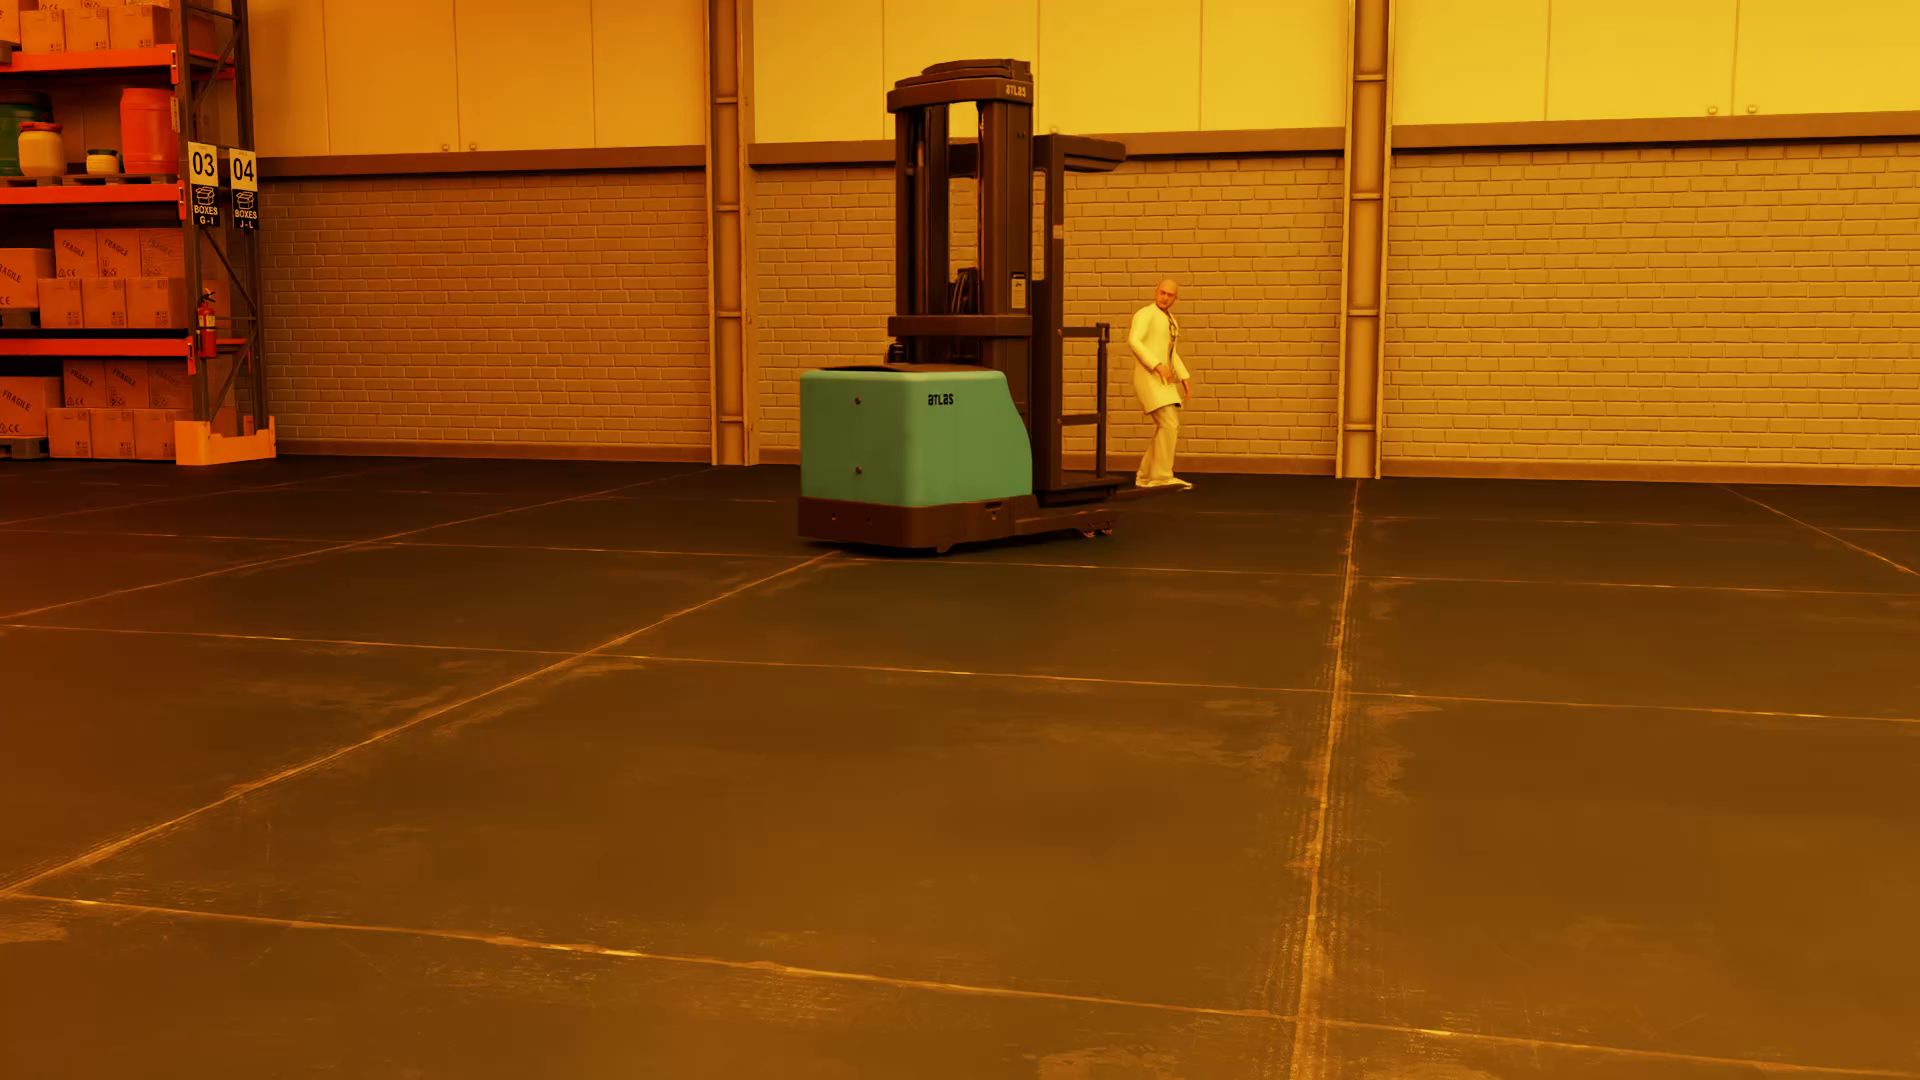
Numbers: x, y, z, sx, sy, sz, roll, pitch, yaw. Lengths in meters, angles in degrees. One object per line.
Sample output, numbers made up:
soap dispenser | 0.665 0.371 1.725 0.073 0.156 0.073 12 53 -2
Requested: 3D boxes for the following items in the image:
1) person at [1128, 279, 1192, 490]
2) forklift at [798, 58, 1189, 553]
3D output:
person | 1.725 -1.291 13.858 0.543 1.742 0.787 3 8 22
forklift | 0.370 -1.512 10.774 1.130 2.935 3.031 6 10 42
